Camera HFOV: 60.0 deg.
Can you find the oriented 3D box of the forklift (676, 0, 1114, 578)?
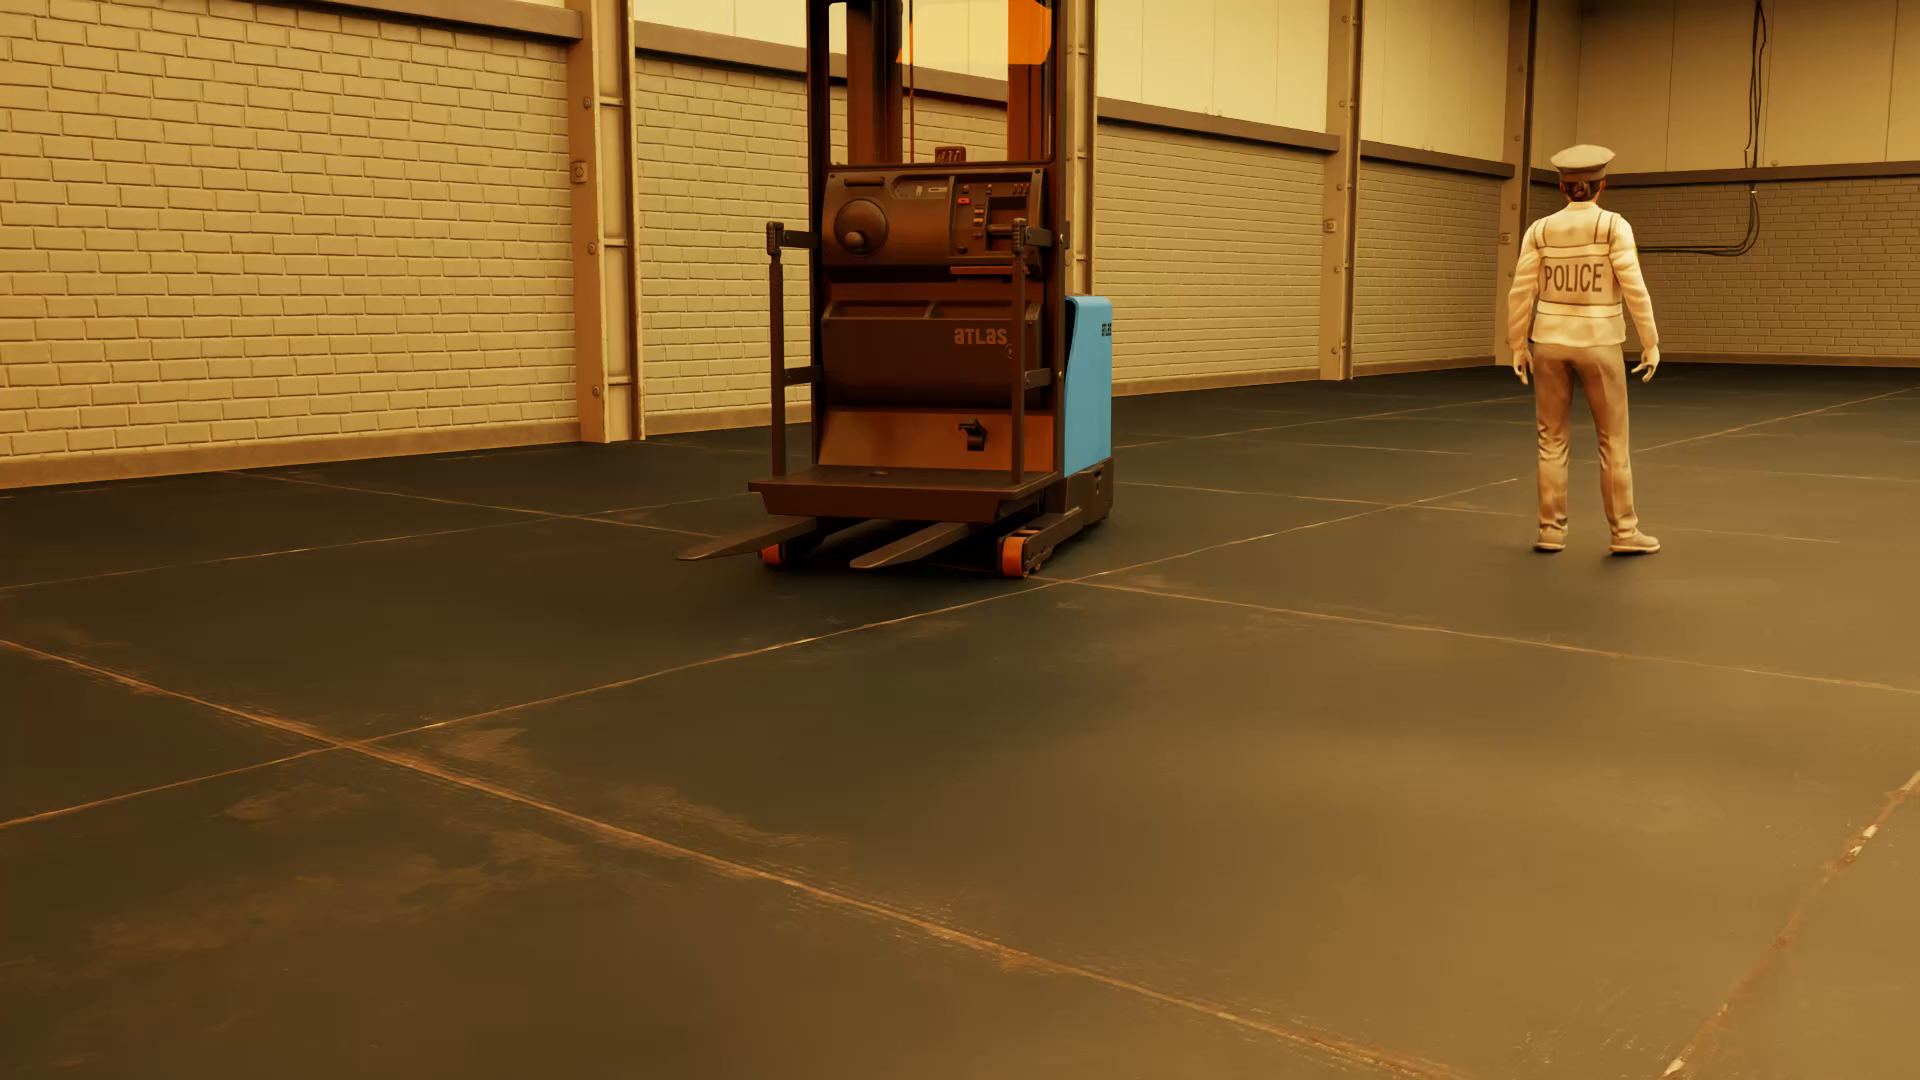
[{"bbox_3d":[-0.176,-1.366,6.616,1.130,2.935,3.031,3,9,17],"label":"forklift"}]

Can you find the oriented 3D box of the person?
[{"bbox_3d":[2.621,-0.789,6.978,0.606,1.705,0.477,6,10,36],"label":"person"}]
